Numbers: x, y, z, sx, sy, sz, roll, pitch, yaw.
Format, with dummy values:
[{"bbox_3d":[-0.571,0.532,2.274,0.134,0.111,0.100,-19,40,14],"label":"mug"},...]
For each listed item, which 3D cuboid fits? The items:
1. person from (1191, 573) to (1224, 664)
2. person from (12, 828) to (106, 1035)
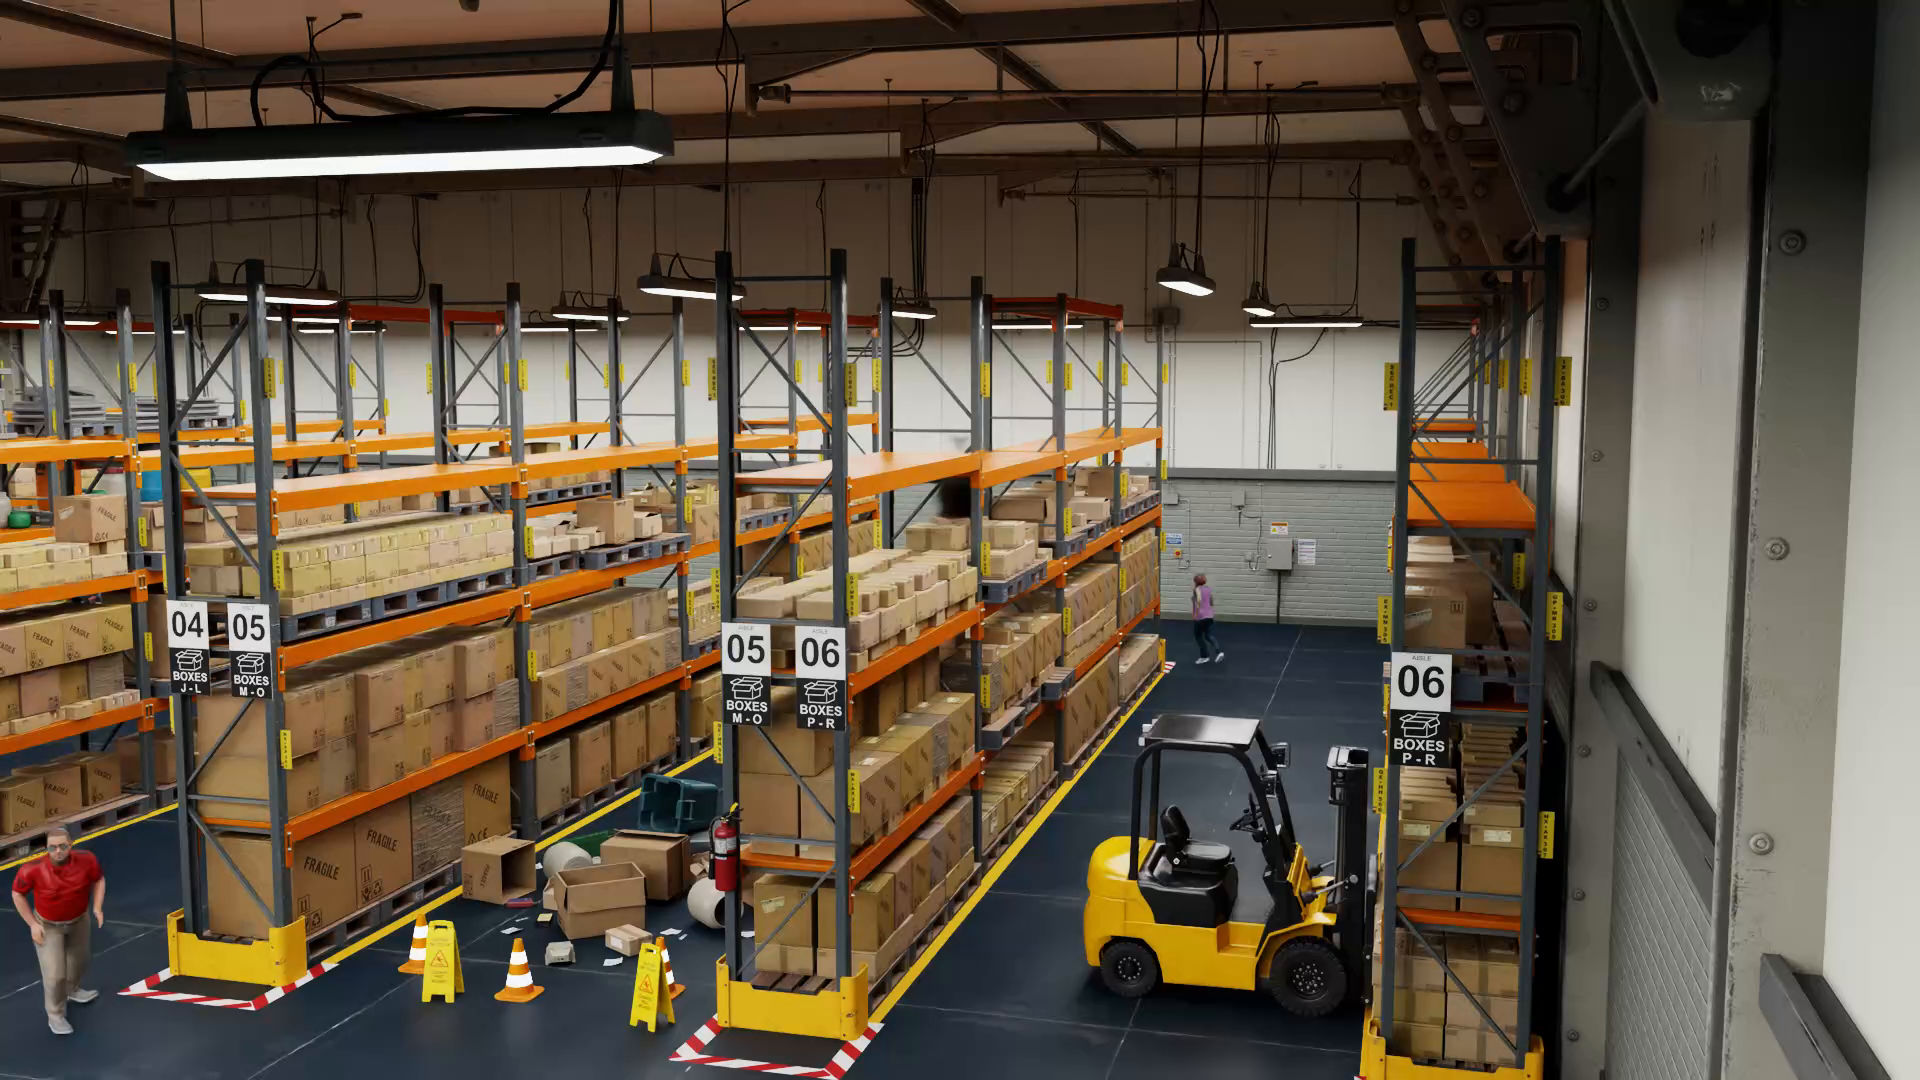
[{"bbox_3d":[4.247,1.378,28.527,0.513,1.590,0.664,-4,7,-34],"label":"person"},{"bbox_3d":[-6.998,2.991,12.979,0.912,1.640,0.709,5,8,38],"label":"person"}]
